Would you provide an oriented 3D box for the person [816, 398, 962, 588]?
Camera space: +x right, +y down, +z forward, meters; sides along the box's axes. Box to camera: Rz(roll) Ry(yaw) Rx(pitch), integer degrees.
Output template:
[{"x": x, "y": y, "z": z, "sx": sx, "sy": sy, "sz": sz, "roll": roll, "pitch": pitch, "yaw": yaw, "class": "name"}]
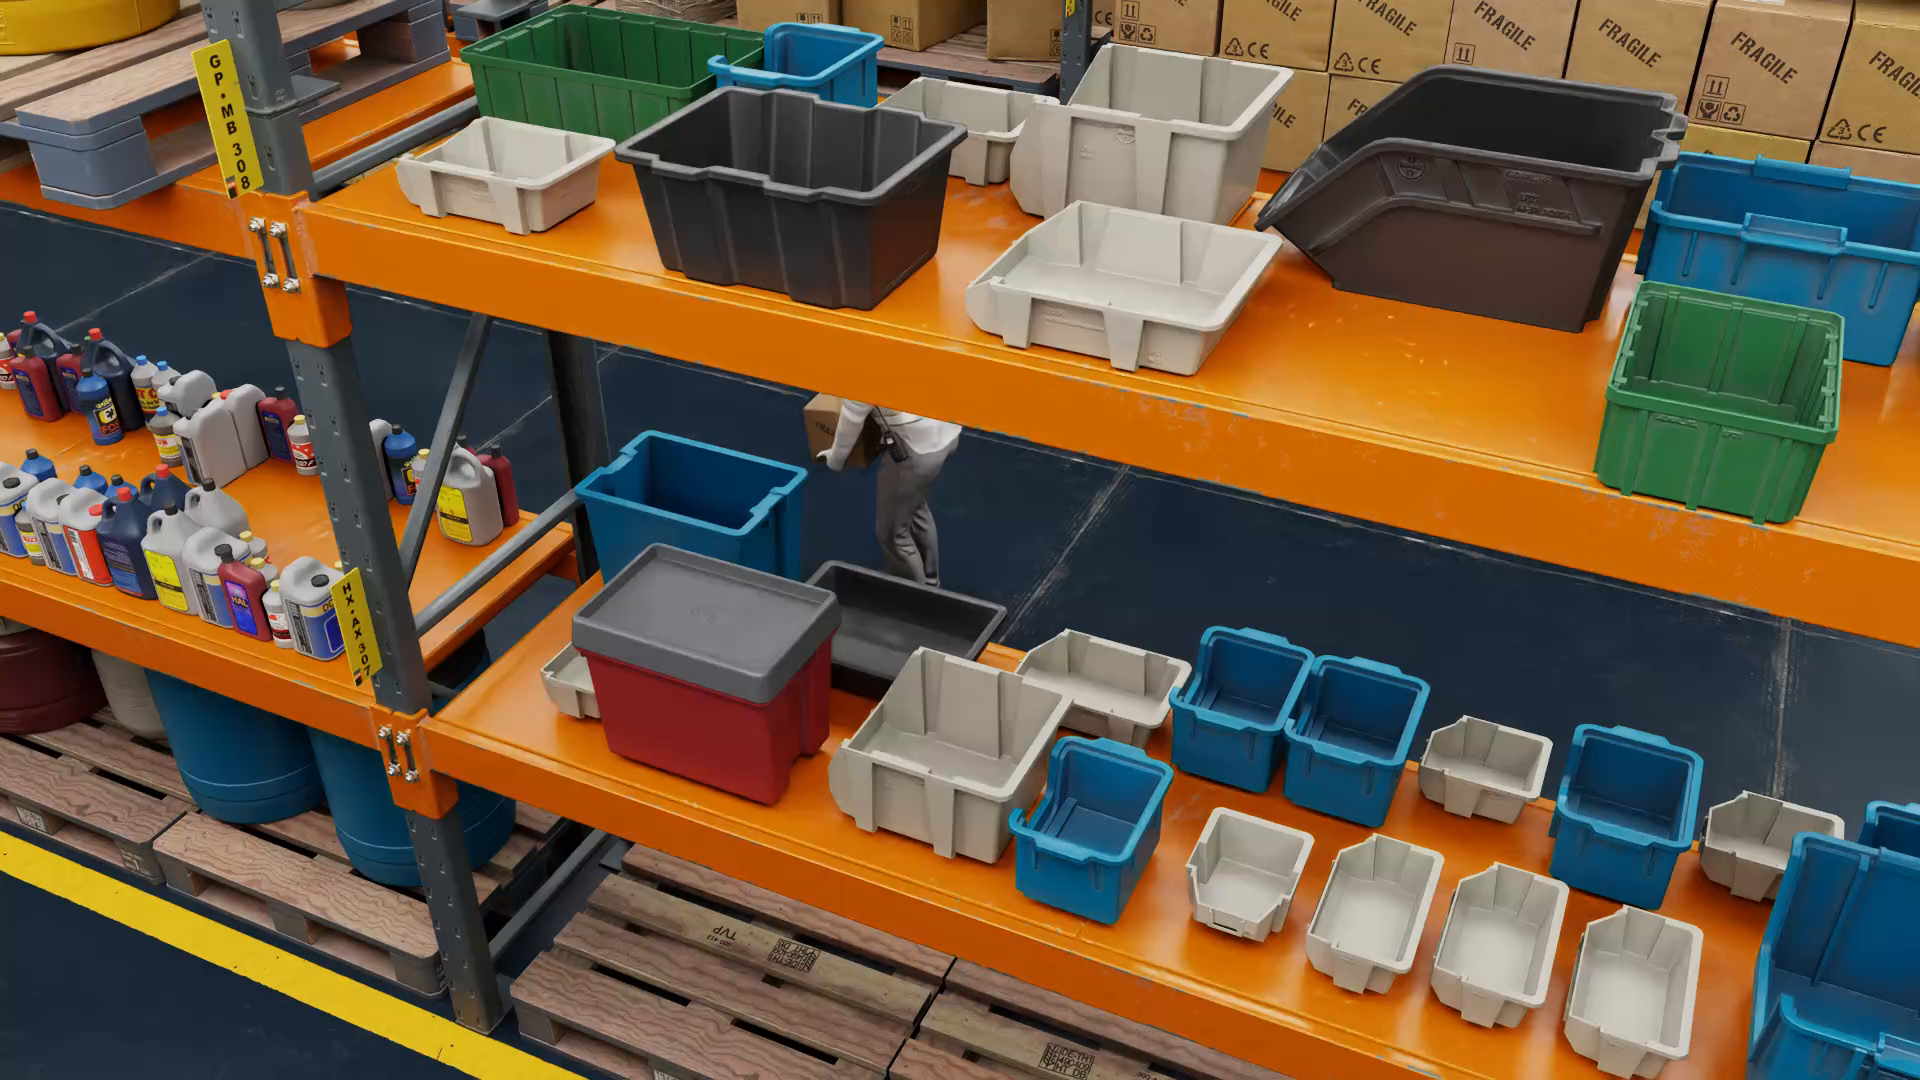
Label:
[{"x": -0.282, "y": -0.380, "z": 6.746, "sx": 0.560, "sy": 1.630, "sz": 0.412, "roll": 14, "pitch": 36, "yaw": 20, "class": "person"}]
